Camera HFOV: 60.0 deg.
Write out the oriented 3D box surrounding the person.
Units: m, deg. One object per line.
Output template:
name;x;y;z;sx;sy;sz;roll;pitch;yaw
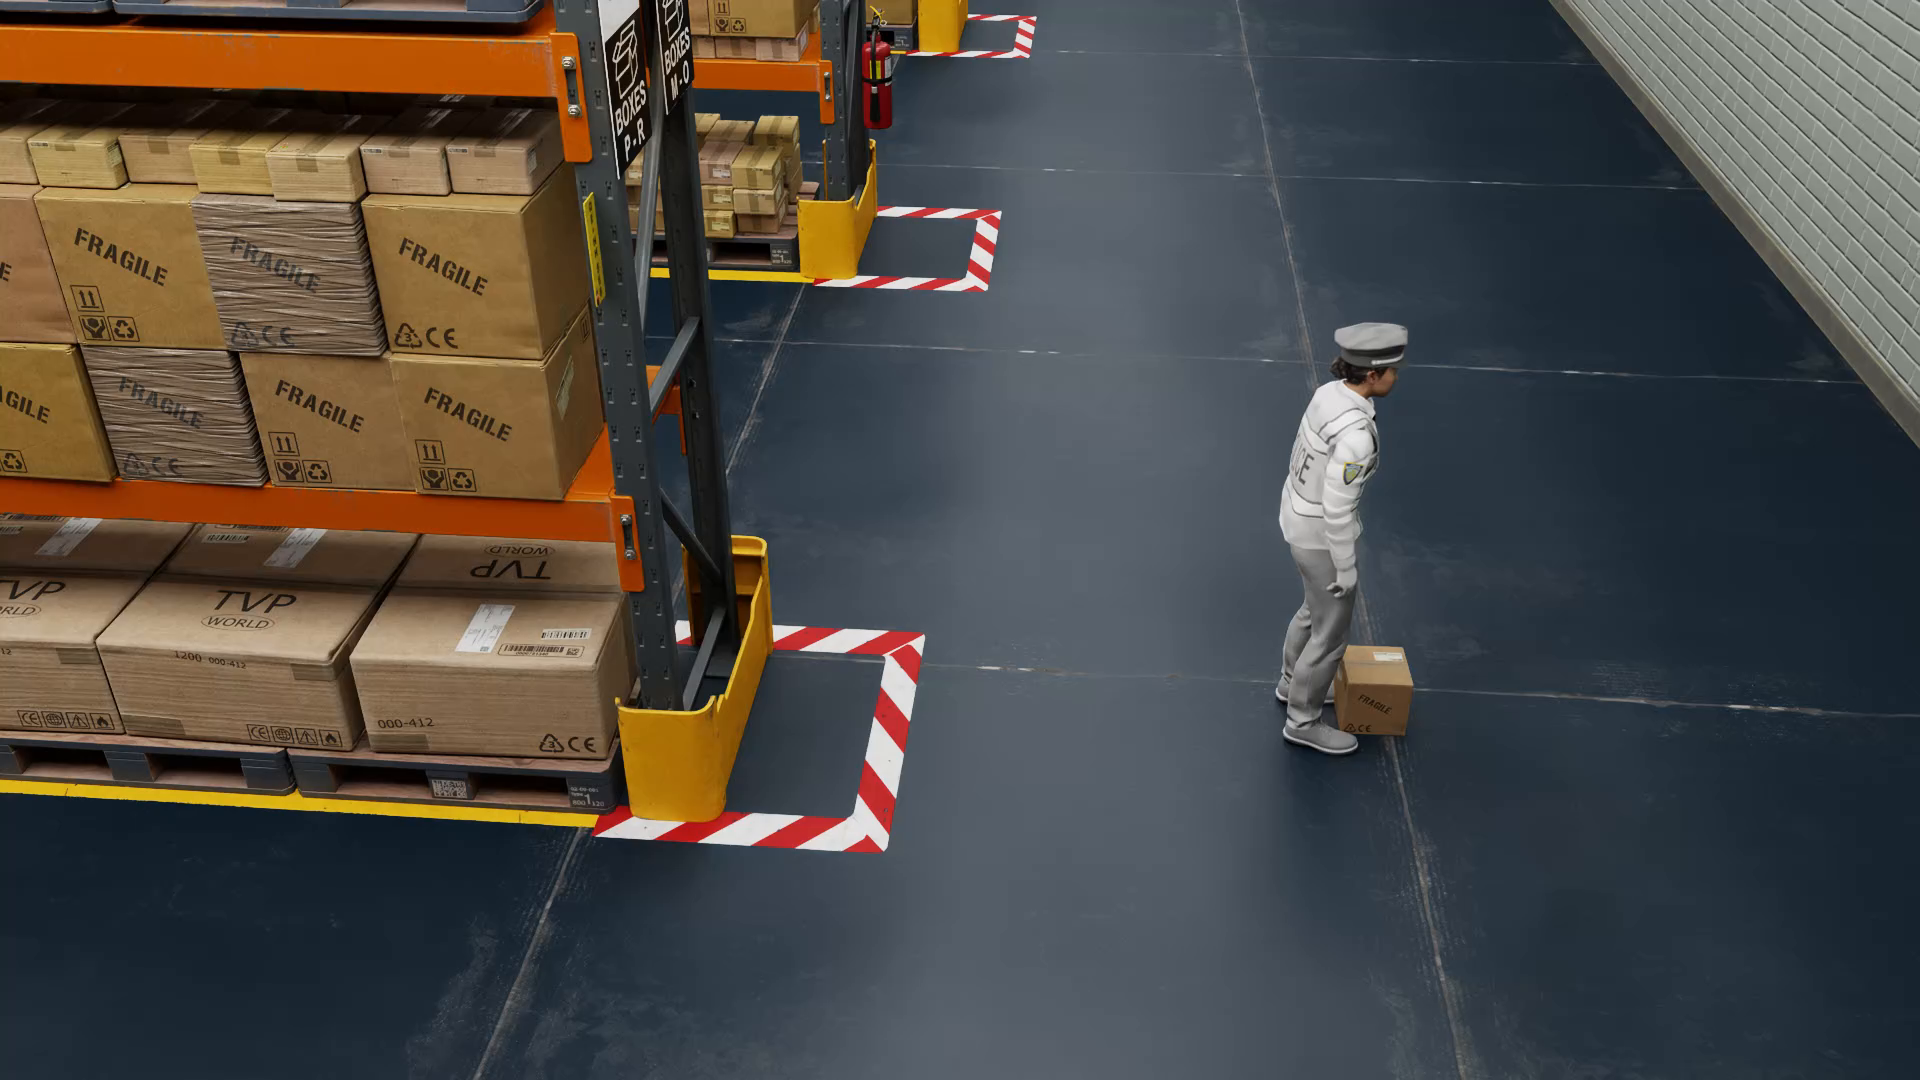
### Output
person;1.373;-0.015;6.159;0.376;1.662;0.530;1;32;2
